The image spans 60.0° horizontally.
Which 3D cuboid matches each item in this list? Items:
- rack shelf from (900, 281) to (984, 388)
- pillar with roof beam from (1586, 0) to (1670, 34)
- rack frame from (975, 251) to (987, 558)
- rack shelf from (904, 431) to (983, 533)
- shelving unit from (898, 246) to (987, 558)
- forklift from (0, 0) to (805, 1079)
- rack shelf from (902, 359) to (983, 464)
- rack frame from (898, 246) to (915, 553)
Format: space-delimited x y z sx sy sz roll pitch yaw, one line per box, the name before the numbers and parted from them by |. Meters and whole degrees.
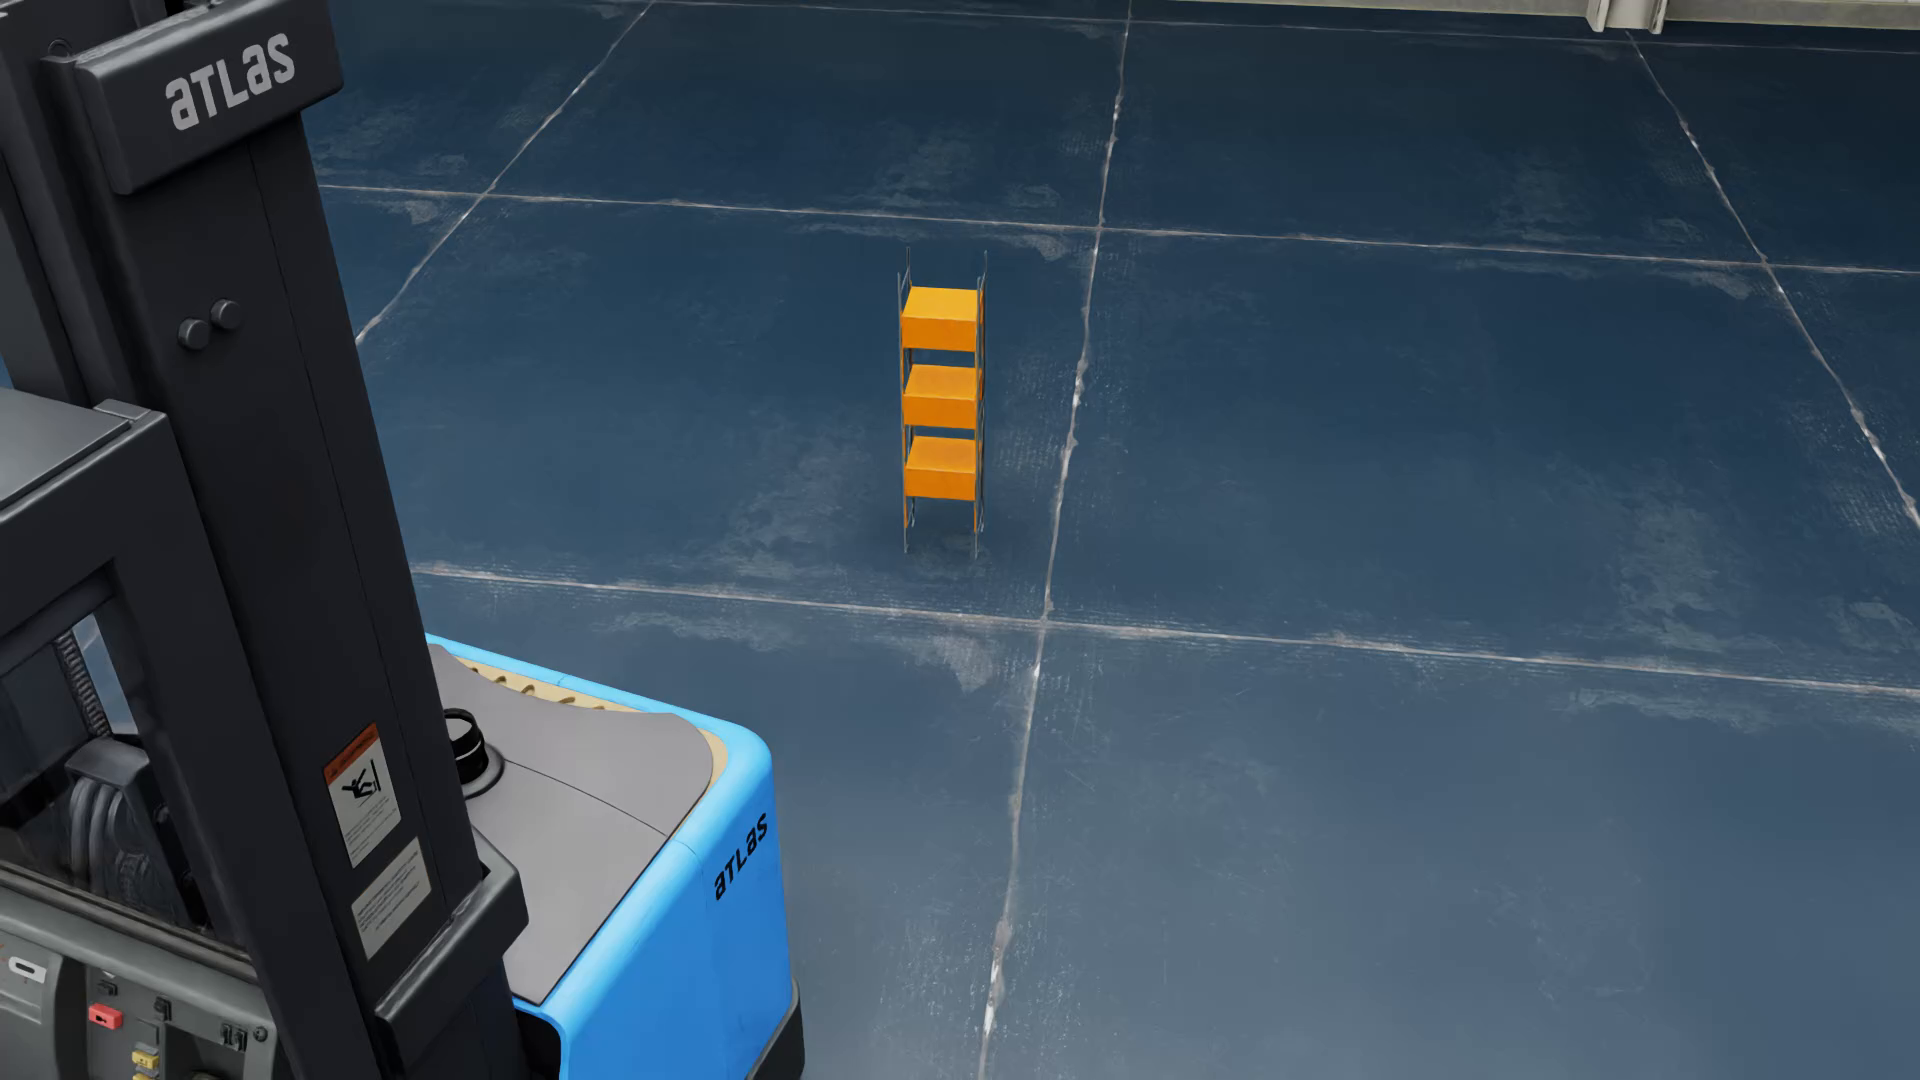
rack shelf | -0.053 -0.654 5.292 0.240 0.259 0.215 4 36 6
pillar with roof beam | 3.503 -4.334 4.077 0.400 9.000 9.100 4 36 6
rack frame | 0.068 -0.422 5.438 0.008 1.050 0.200 4 36 6
rack shelf | -0.053 -0.196 5.618 0.240 0.259 0.215 4 36 6
shelving unit | -0.053 -0.431 5.451 0.252 1.050 0.215 4 36 6
forklift | -1.399 0.753 2.172 1.130 2.935 3.031 14 38 18
rack shelf | -0.053 -0.423 5.457 0.240 0.259 0.215 4 36 6
rack frame | -0.174 -0.440 5.463 0.008 1.050 0.200 4 36 6
